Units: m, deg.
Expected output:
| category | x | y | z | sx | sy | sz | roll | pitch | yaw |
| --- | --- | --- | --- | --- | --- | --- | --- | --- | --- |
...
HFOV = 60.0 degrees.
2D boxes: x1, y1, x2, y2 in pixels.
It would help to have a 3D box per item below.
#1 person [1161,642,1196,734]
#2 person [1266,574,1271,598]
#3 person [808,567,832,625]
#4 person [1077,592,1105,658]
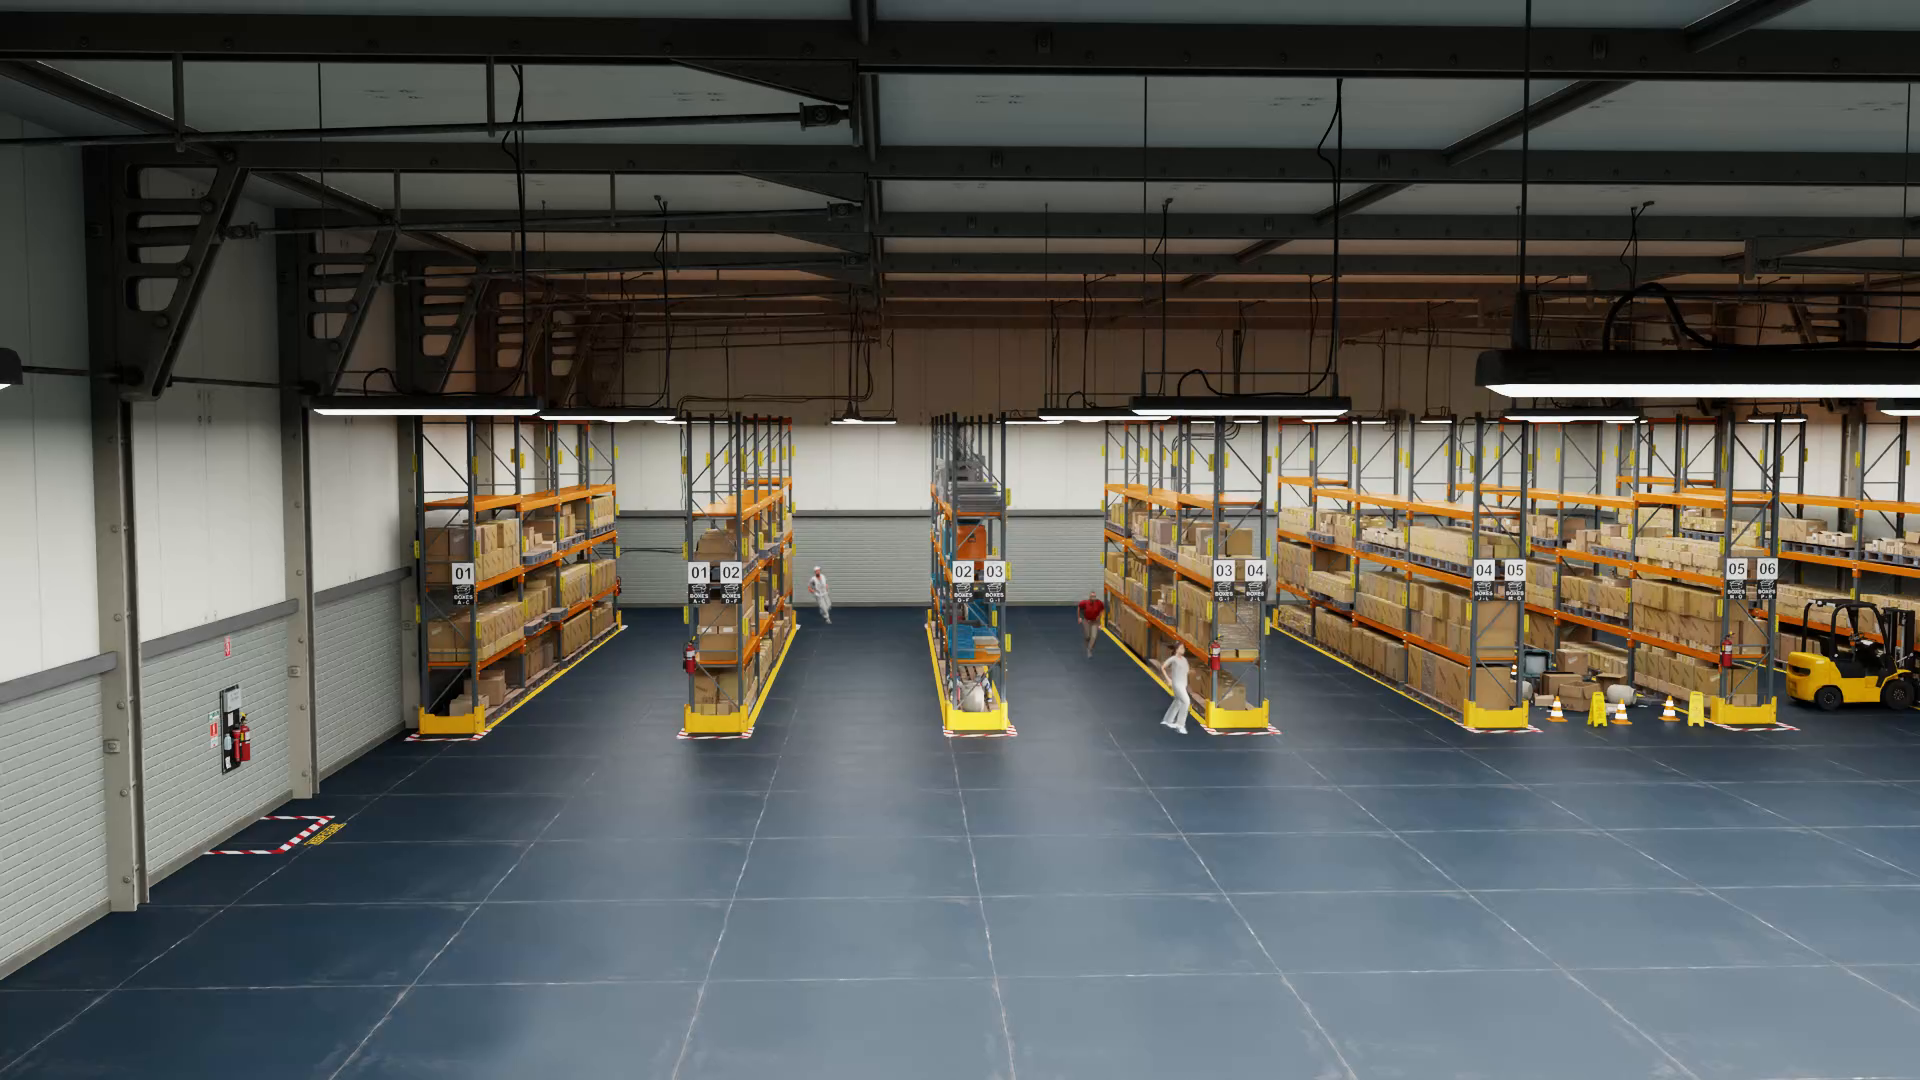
| category | x | y | z | sx | sy | sz | roll | pitch | yaw |
| --- | --- | --- | --- | --- | --- | --- | --- | --- | --- |
| person | 4.099 | 2.766 | 31.202 | 0.740 | 1.716 | 0.536 | 3 | 5 | 38 |
| person | 8.820 | 1.567 | 48.766 | 0.640 | 1.673 | 0.561 | 3 | 5 | 38 |
| person | -4.109 | 1.603 | 48.188 | 0.709 | 1.693 | 0.639 | -3 | 5 | -35 |
| person | 3.244 | 2.084 | 41.208 | 0.655 | 1.660 | 0.761 | -1 | 4 | -9 |
